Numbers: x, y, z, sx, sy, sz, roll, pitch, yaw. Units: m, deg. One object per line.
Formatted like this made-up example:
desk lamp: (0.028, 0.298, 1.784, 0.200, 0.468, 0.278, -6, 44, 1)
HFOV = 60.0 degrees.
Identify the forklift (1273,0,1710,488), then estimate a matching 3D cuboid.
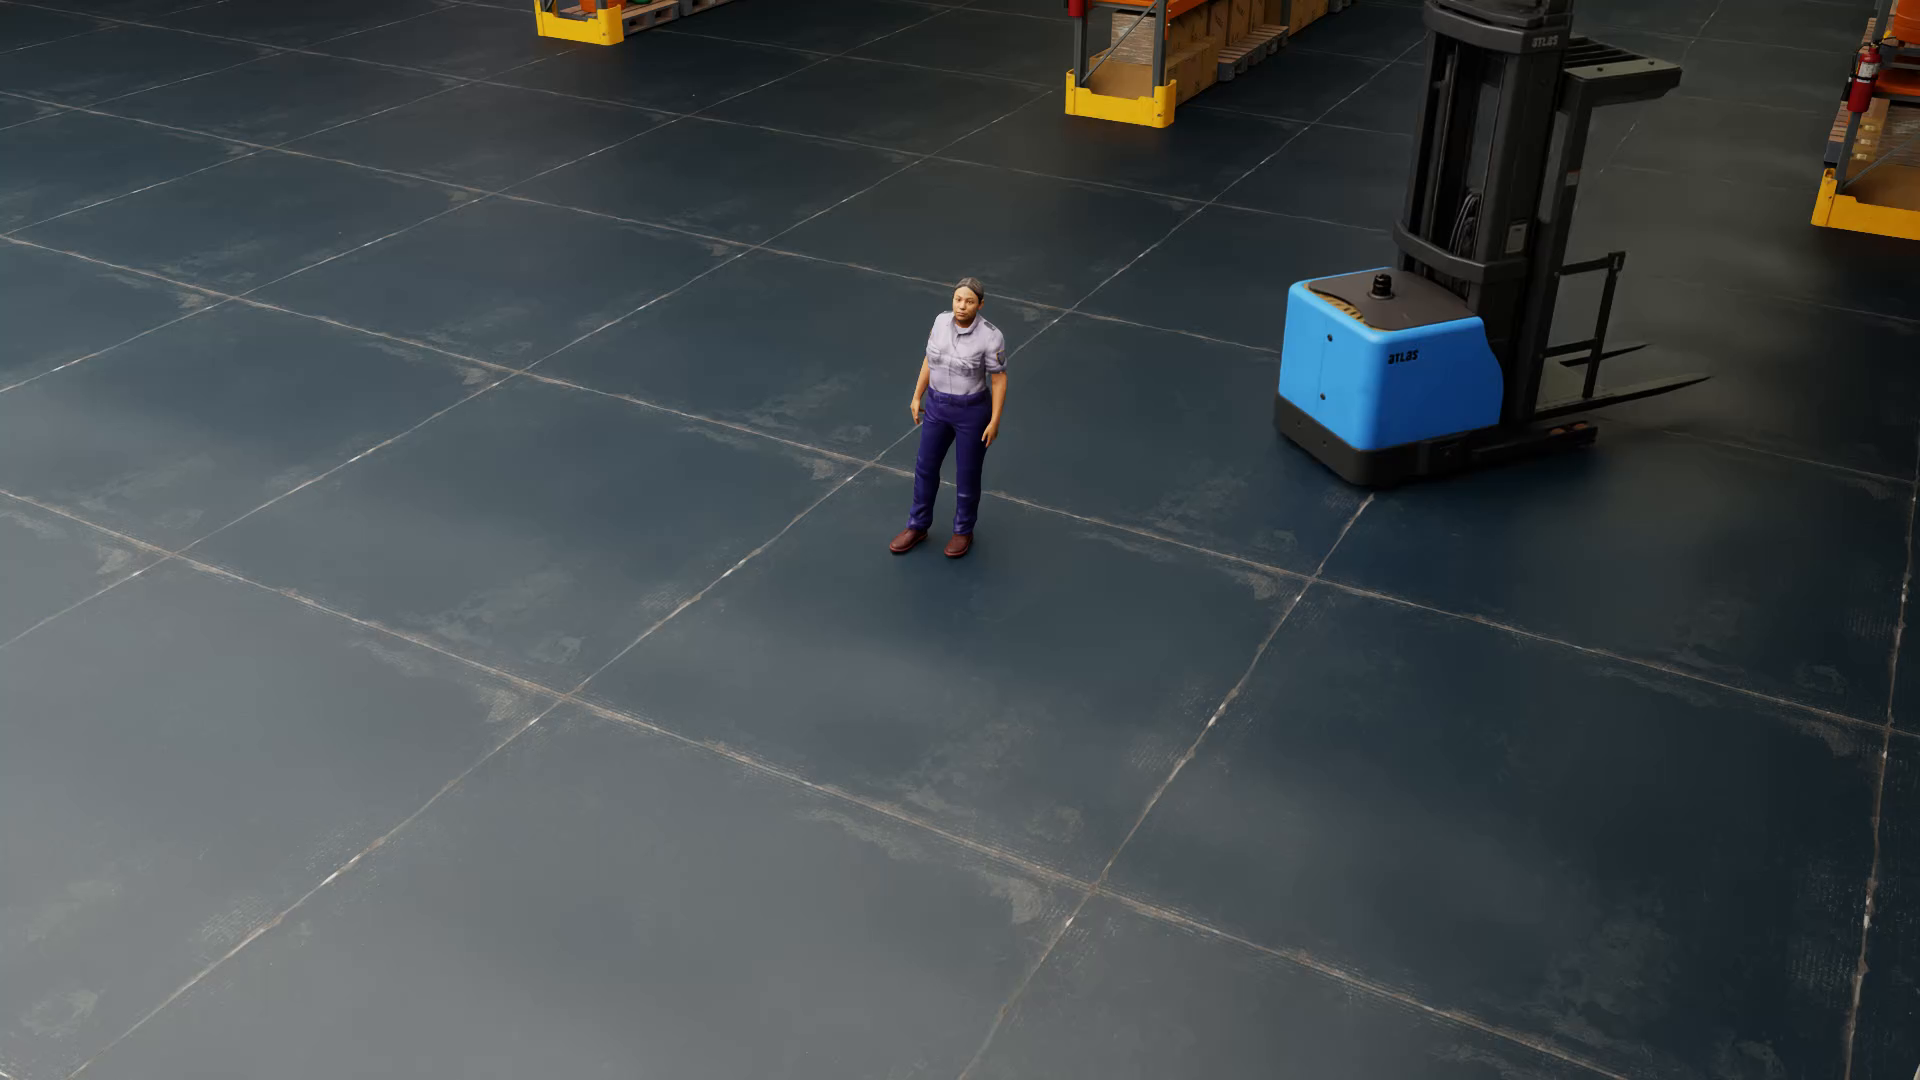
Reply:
forklift: (3.675, -2.069, 10.656, 3.031, 2.935, 1.130, -12, 32, -20)

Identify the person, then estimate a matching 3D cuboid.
person: (-0.063, -0.687, 9.529, 0.598, 1.651, 0.503, 15, 33, 25)
